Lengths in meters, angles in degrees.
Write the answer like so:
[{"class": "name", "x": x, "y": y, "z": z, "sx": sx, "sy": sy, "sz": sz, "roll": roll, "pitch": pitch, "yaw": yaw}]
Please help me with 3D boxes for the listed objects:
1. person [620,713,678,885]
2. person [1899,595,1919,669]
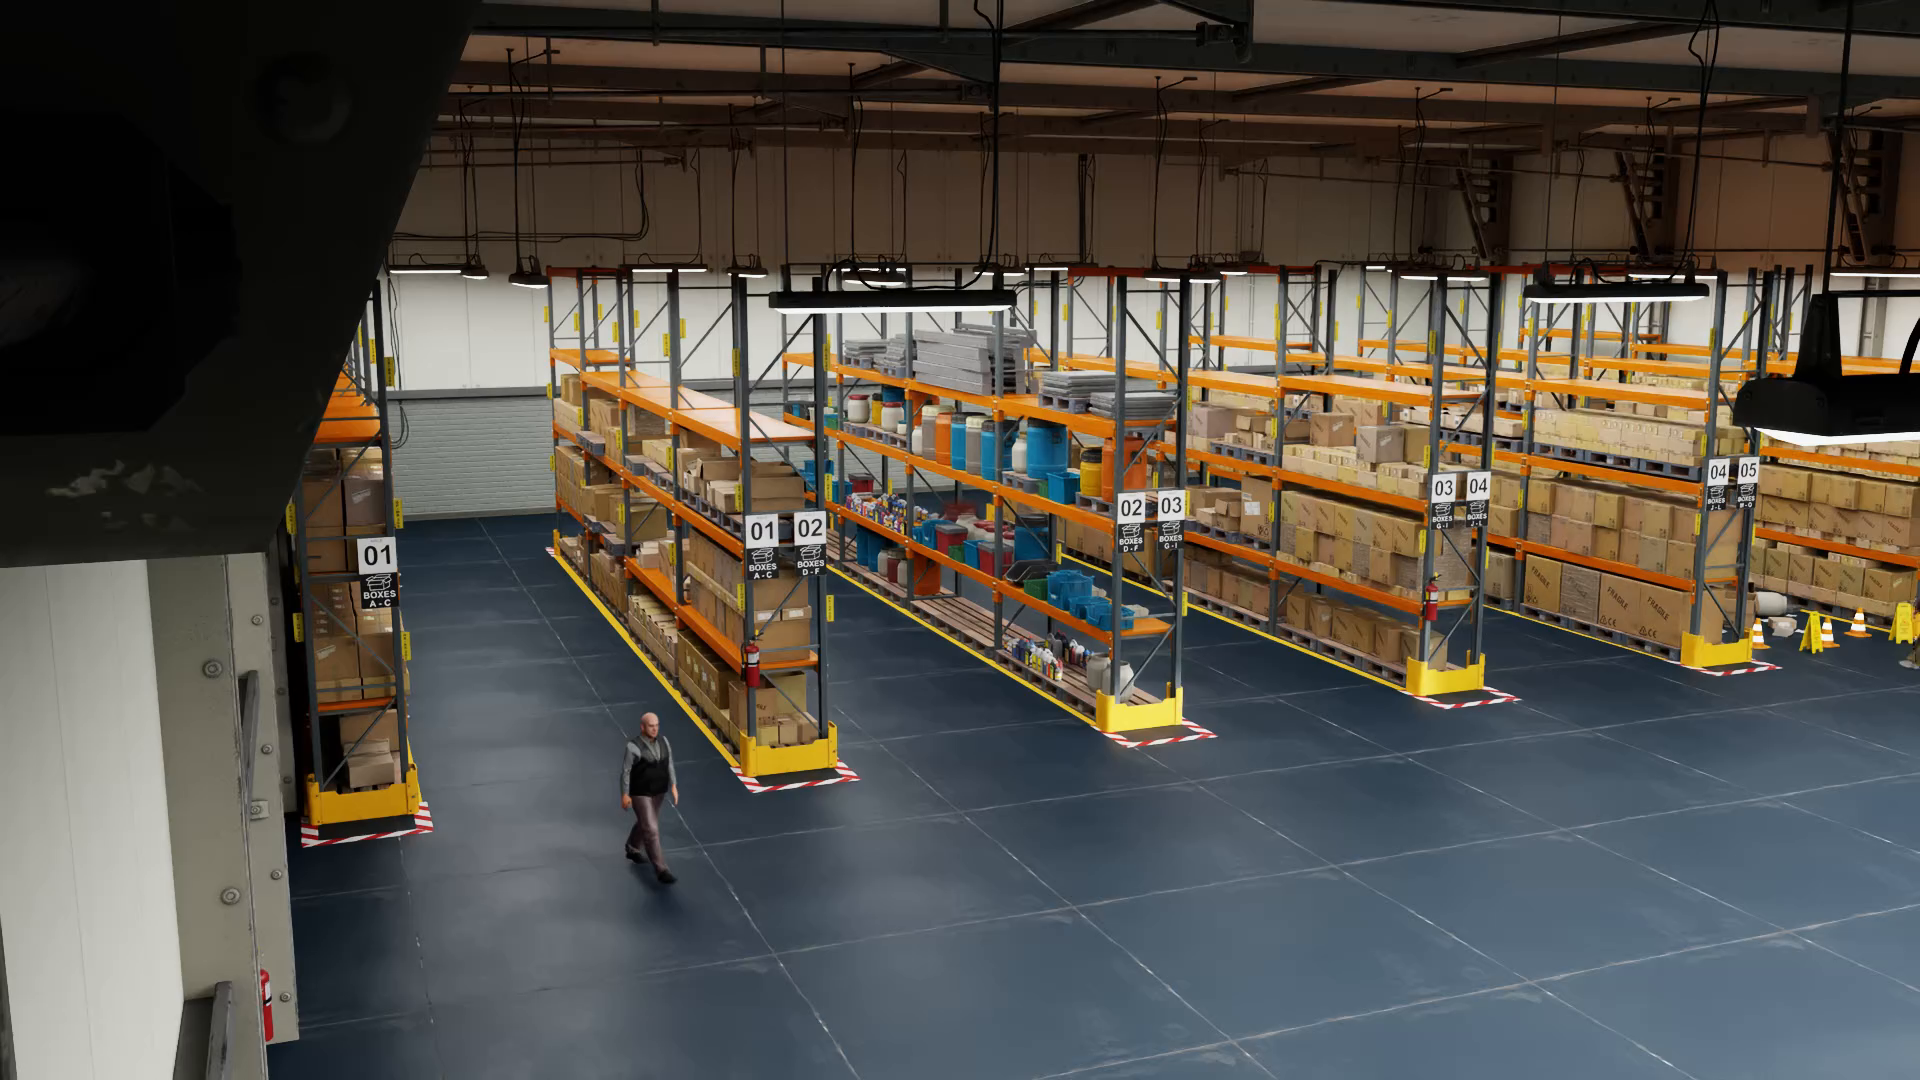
[{"class": "person", "x": -3.125, "y": 2.574, "z": 16.926, "sx": 1.022, "sy": 1.662, "sz": 0.555, "roll": 7, "pitch": 12, "yaw": 35}, {"class": "person", "x": 14.831, "y": 1.095, "z": 25.341, "sx": 1.163, "sy": 1.724, "sz": 0.588, "roll": -2, "pitch": 10, "yaw": -9}]
